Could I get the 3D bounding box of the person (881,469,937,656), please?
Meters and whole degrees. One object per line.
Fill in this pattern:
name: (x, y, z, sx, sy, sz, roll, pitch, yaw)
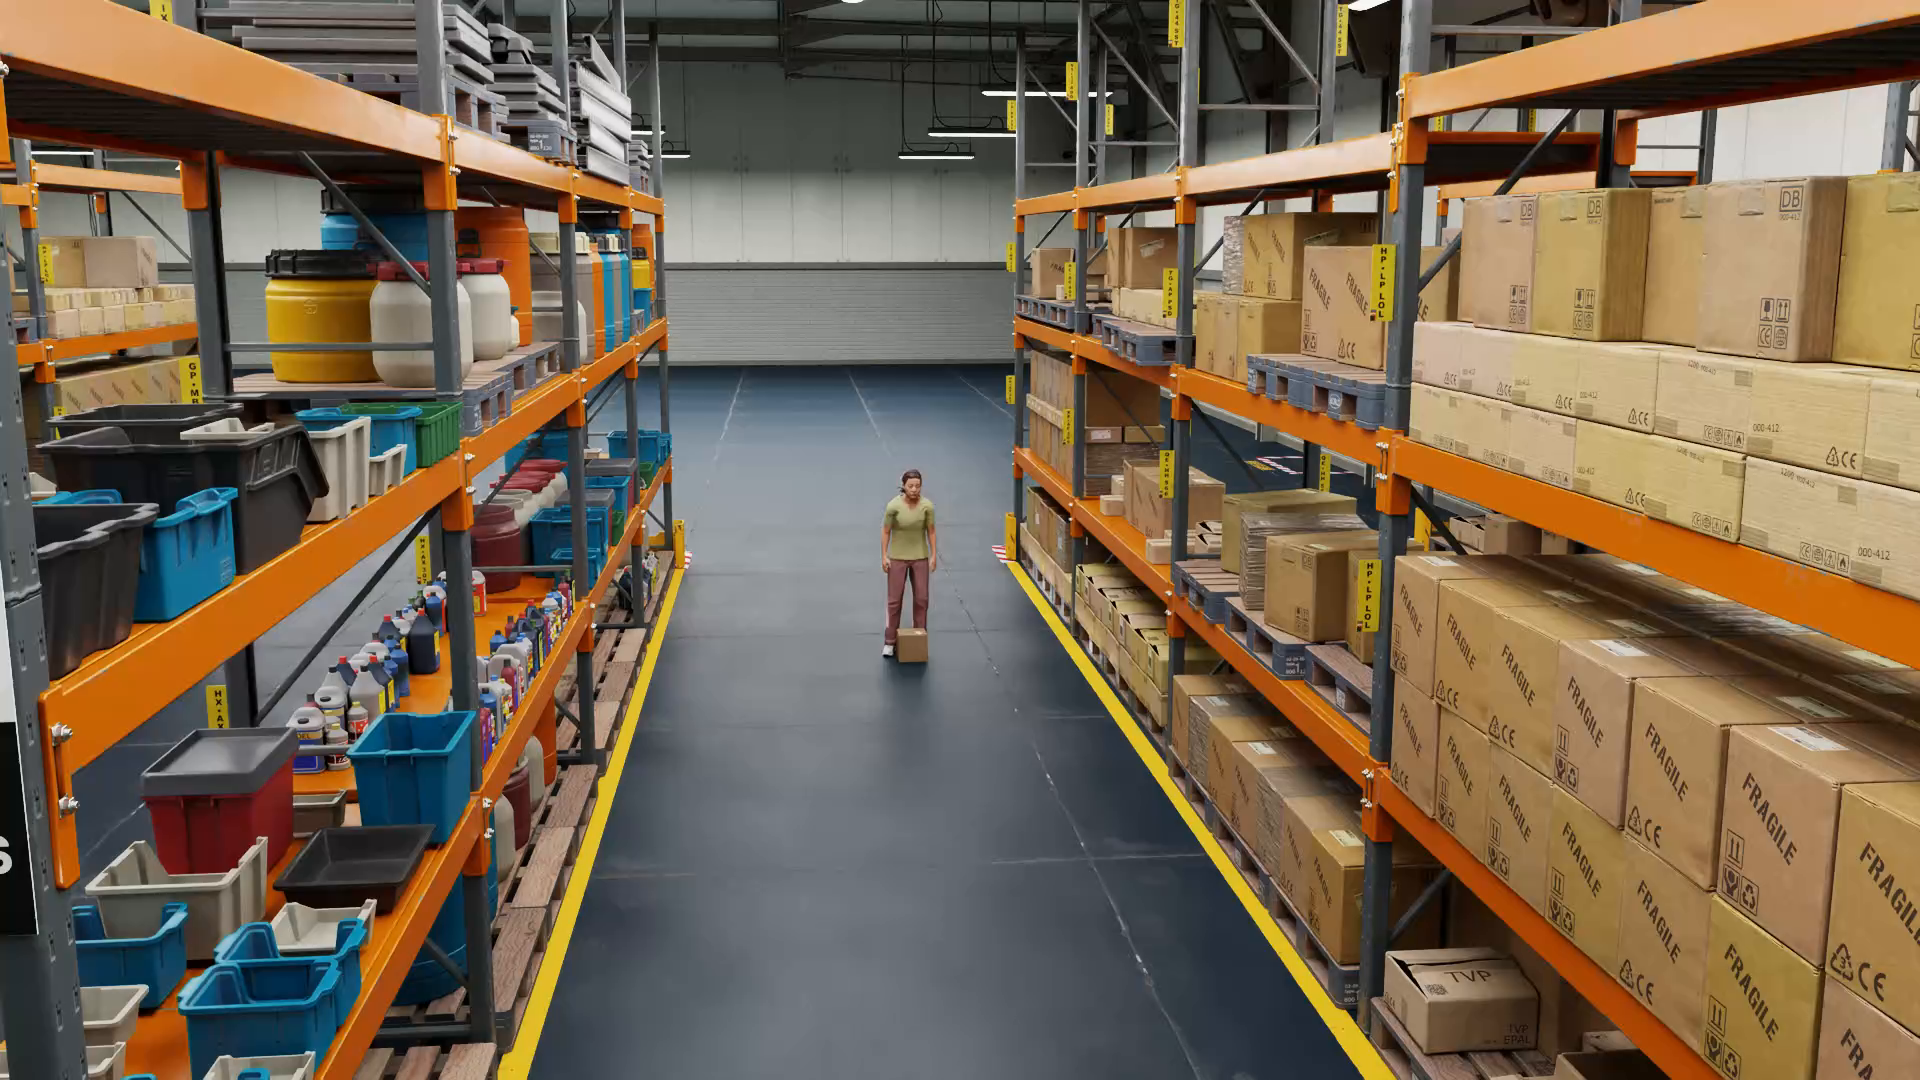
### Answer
person: (-0.454, 0.190, 14.843, 0.521, 1.671, 0.364, -2, 10, -10)
